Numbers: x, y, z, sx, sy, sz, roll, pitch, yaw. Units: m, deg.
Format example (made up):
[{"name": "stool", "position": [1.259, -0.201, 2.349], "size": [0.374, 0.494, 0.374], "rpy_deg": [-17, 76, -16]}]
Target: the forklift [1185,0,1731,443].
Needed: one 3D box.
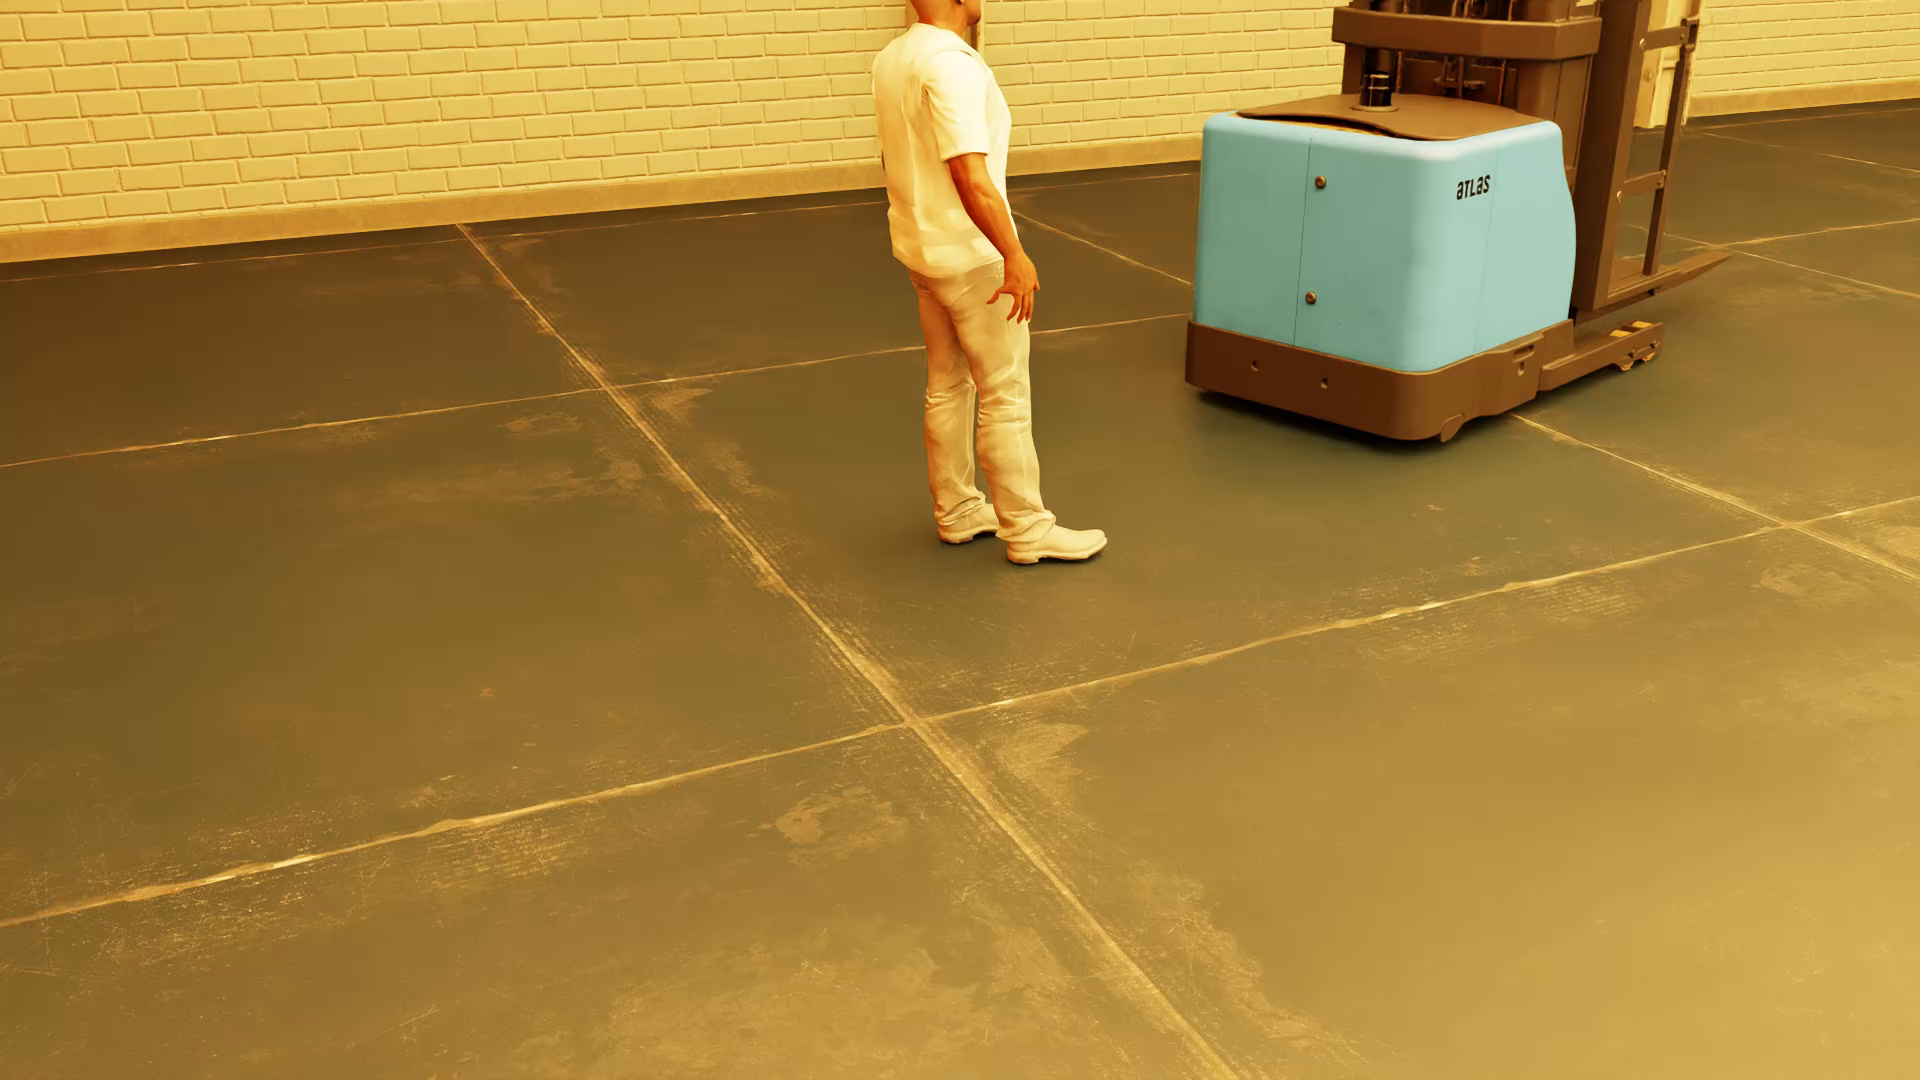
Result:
[{"name": "forklift", "position": [2.271, -2.165, 6.497], "size": [3.031, 2.935, 1.130], "rpy_deg": [-21, 30, -40]}]

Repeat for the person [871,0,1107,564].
[{"name": "person", "position": [0.065, -0.831, 4.787], "size": [0.577, 1.765, 0.666], "rpy_deg": [-10, 25, -23]}]
